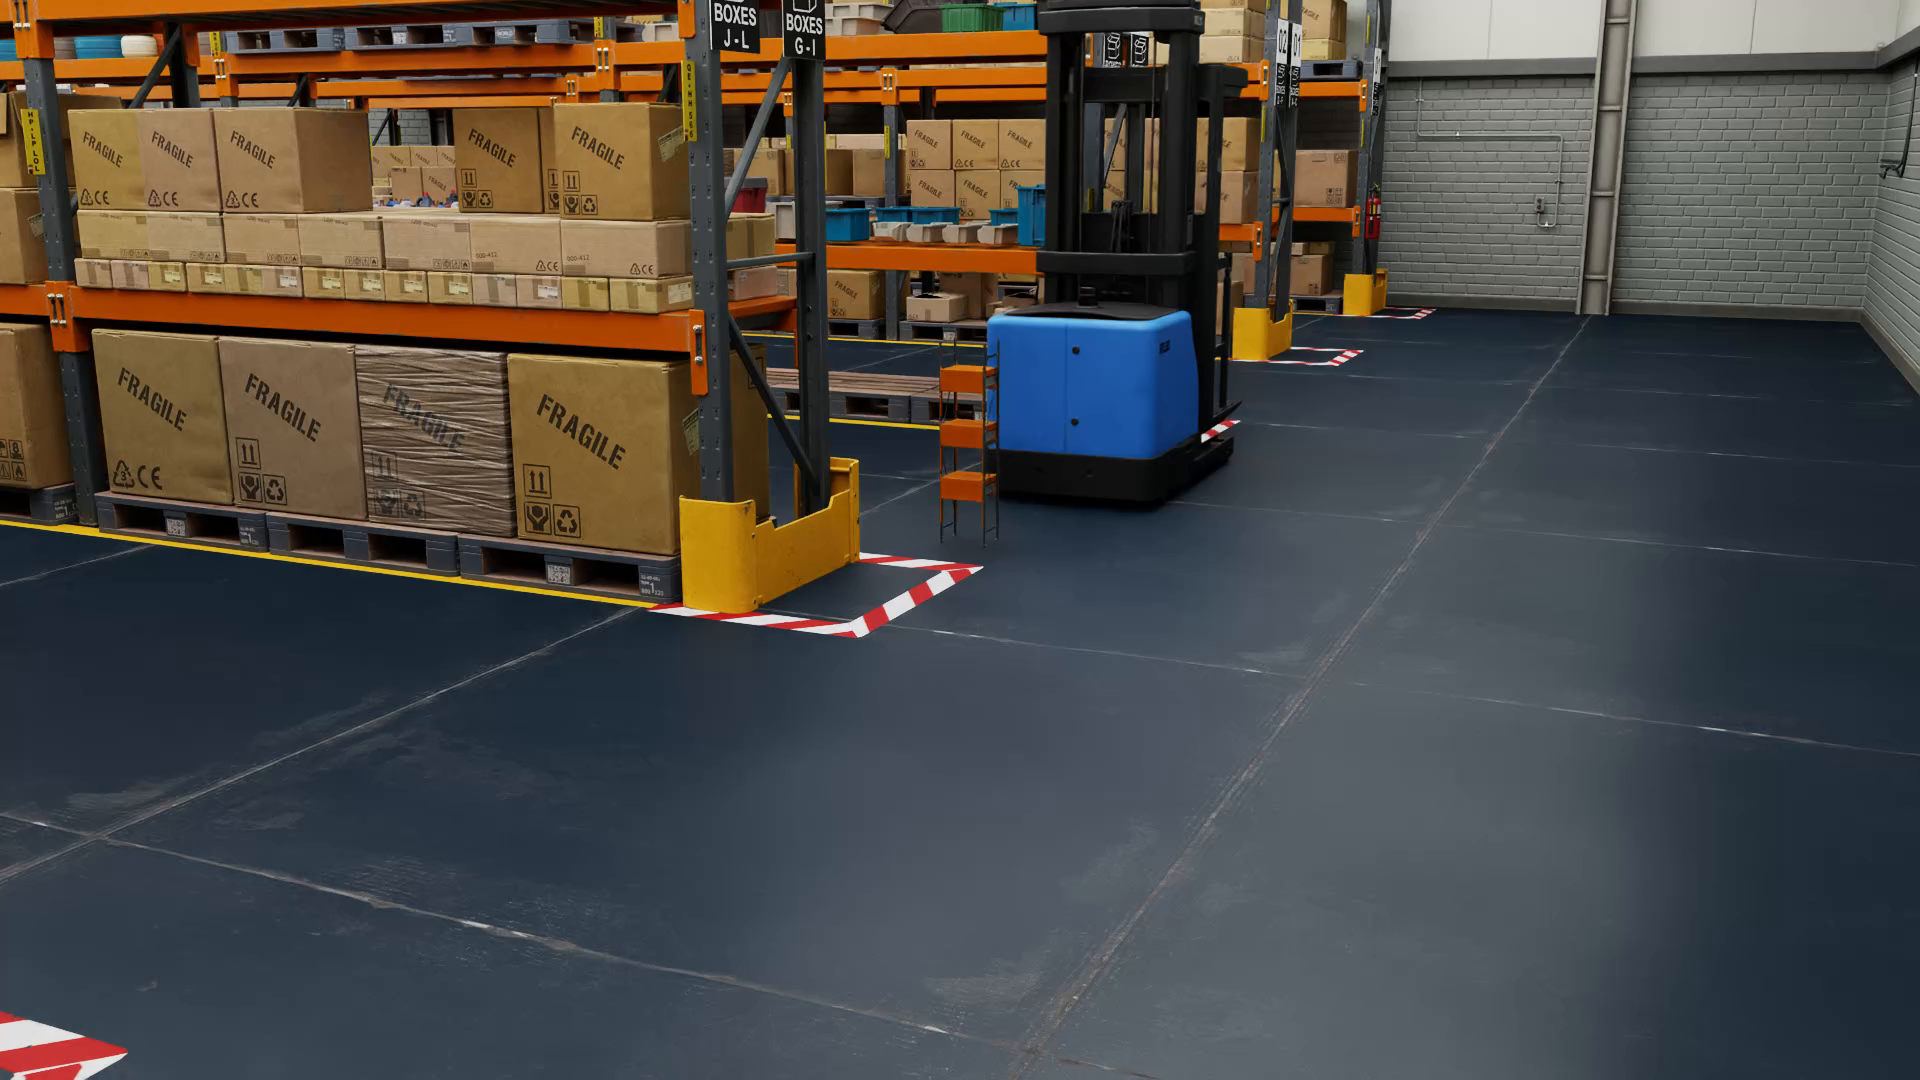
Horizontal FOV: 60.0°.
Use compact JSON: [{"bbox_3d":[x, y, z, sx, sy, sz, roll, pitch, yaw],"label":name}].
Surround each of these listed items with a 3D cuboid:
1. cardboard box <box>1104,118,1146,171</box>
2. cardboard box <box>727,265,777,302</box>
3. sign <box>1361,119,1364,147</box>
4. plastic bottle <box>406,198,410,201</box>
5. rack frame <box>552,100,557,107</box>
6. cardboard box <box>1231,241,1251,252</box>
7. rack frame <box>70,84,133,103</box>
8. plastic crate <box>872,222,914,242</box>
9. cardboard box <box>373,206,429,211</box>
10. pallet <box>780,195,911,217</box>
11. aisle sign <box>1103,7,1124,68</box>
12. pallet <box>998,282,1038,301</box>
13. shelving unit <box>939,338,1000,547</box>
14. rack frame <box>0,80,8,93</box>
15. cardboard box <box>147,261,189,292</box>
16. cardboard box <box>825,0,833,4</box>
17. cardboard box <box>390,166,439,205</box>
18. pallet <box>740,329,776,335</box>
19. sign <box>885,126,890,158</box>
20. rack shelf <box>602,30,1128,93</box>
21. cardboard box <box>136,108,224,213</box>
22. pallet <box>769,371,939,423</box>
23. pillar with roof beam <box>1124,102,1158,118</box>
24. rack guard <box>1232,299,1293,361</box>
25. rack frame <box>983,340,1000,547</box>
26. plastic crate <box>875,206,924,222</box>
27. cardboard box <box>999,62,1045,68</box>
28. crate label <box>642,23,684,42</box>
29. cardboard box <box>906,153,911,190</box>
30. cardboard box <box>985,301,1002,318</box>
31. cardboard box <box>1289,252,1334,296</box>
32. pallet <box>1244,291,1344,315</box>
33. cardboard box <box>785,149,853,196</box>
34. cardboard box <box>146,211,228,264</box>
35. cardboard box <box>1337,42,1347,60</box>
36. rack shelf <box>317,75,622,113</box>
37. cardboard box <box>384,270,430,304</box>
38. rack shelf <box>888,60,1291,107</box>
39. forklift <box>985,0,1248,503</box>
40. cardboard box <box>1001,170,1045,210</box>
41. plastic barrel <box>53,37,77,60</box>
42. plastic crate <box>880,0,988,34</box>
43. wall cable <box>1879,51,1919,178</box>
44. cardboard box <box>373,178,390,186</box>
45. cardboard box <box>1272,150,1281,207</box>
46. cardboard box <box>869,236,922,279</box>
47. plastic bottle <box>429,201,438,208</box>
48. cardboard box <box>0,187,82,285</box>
[{"bbox_3d":[1.662,-3.948,16.608,0.500,0.500,0.500,6,15,25],"label":"cardboard box"},{"bbox_3d":[-1.088,-1.246,8.050,0.250,0.149,0.380,6,14,24],"label":"cardboard box"},{"bbox_3d":[4.889,-4.938,20.178,0.005,0.325,0.100,6,14,23],"label":"sign"},{"bbox_3d":[-4.998,-2.959,15.080,0.097,0.271,0.097,0,13,0],"label":"plastic bottle"},{"bbox_3d":[-5.850,-5.481,25.547,0.127,3.000,1.000,6,14,23],"label":"rack frame"},{"bbox_3d":[3.711,-3.841,21.692,0.250,0.149,0.380,6,14,24],"label":"cardboard box"},{"bbox_3d":[-11.510,-4.816,22.713,0.127,3.000,1.000,6,14,23],"label":"rack frame"},{"bbox_3d":[-0.512,-2.314,12.496,0.250,0.136,0.298,6,14,23],"label":"plastic crate"},{"bbox_3d":[-3.104,-1.628,8.805,0.500,0.250,0.500,6,15,24],"label":"cardboard box"},{"bbox_3d":[-1.225,-3.709,18.416,1.213,0.211,1.003,6,14,23],"label":"pallet"},{"bbox_3d":[1.056,-3.499,11.410,0.004,0.787,0.394,6,14,23],"label":"aisle sign"},{"bbox_3d":[0.728,-3.439,22.948,1.213,0.211,1.003,6,14,23],"label":"pallet"},{"bbox_3d":[0.049,-0.506,8.614,0.252,1.050,0.215,6,14,23],"label":"shelving unit"},{"bbox_3d":[-9.863,-3.412,16.729,0.127,3.000,1.000,6,14,23],"label":"rack frame"},{"bbox_3d":[-3.937,-1.369,8.574,0.250,0.149,0.380,6,15,25],"label":"cardboard box"},{"bbox_3d":[-1.590,-5.587,18.076,0.600,0.600,0.600,6,14,23],"label":"cardboard box"},{"bbox_3d":[-6.676,-4.371,20.600,0.500,0.500,0.500,7,15,27],"label":"cardboard box"},{"bbox_3d":[-2.417,-2.528,19.067,1.213,0.211,1.003,6,14,23],"label":"pallet"},{"bbox_3d":[-0.760,-4.153,17.354,0.005,0.325,0.100,6,14,23],"label":"sign"},{"bbox_3d":[-0.720,-3.597,12.525,4.000,0.370,1.077,6,14,23],"label":"rack shelf"},{"bbox_3d":[-3.773,-1.929,8.445,0.500,0.500,0.500,6,14,23],"label":"cardboard box"},{"bbox_3d":[-0.741,-1.141,13.157,1.213,0.211,1.003,6,14,23],"label":"pallet"},{"bbox_3d":[0.711,-6.878,18.369,0.400,9.000,9.100,6,14,23],"label":"pillar with roof beam"},{"bbox_3d":[3.049,-2.126,16.720,0.348,0.500,1.175,6,14,23],"label":"rack guard"},{"bbox_3d":[0.160,-0.495,8.566,0.008,1.050,0.200,6,14,23],"label":"rack frame"},{"bbox_3d":[-0.462,-2.490,13.037,0.300,0.233,0.416,6,14,23],"label":"plastic crate"},{"bbox_3d":[0.718,-4.903,16.845,0.500,0.250,0.500,6,14,23],"label":"cardboard box"},{"bbox_3d":[-2.218,-3.898,12.811,0.466,0.136,0.293,6,14,23],"label":"crate label"},{"bbox_3d":[-0.445,-5.073,22.893,0.500,0.500,0.500,6,15,25],"label":"cardboard box"},{"bbox_3d":[0.464,-2.516,18.190,0.250,0.149,0.380,6,14,23],"label":"cardboard box"},{"bbox_3d":[4.441,-3.402,21.240,0.500,0.500,0.700,6,14,23],"label":"cardboard box"},{"bbox_3d":[4.359,-3.071,21.379,1.213,0.211,1.003,6,14,23],"label":"pallet"},{"bbox_3d":[-1.535,-4.100,18.523,0.500,0.500,0.700,8,16,32],"label":"cardboard box"},{"bbox_3d":[-3.778,-1.564,8.529,0.500,0.250,0.500,6,14,23],"label":"cardboard box"},{"bbox_3d":[4.554,-6.130,20.936,0.500,0.250,0.500,7,15,26],"label":"cardboard box"},{"bbox_3d":[-6.024,-5.371,20.087,4.000,0.370,1.077,6,14,23],"label":"rack shelf"},{"bbox_3d":[-2.528,-1.227,7.967,0.250,0.149,0.380,6,14,23],"label":"cardboard box"},{"bbox_3d":[1.290,-4.631,16.932,4.000,0.370,1.077,6,14,23],"label":"rack shelf"},{"bbox_3d":[1.164,-1.934,10.580,1.130,2.935,3.031,5,14,22],"label":"forklift"},{"bbox_3d":[0.743,-3.557,17.128,0.500,0.500,0.500,6,14,23],"label":"cardboard box"},{"bbox_3d":[-8.712,-5.054,16.063,0.600,0.901,0.600,0,13,0],"label":"plastic barrel"},{"bbox_3d":[-0.177,-3.930,12.508,0.767,0.338,0.504,6,14,23],"label":"plastic crate"},{"bbox_3d":[10.148,-5.182,17.936,0.112,2.526,3.097,6,14,23],"label":"wall cable"},{"bbox_3d":[-9.190,-5.676,26.664,0.500,0.250,0.500,5,14,22],"label":"cardboard box"},{"bbox_3d":[3.982,-4.627,21.250,0.700,0.700,0.980,6,14,23],"label":"cardboard box"},{"bbox_3d":[-0.775,-4.091,23.409,0.750,0.750,0.750,6,14,23],"label":"cardboard box"},{"bbox_3d":[-4.400,-2.710,13.993,0.133,0.283,0.061,6,14,23],"label":"plastic bottle"},{"bbox_3d":[-5.093,-1.672,9.095,0.500,0.500,0.500,6,14,23],"label":"cardboard box"}]
